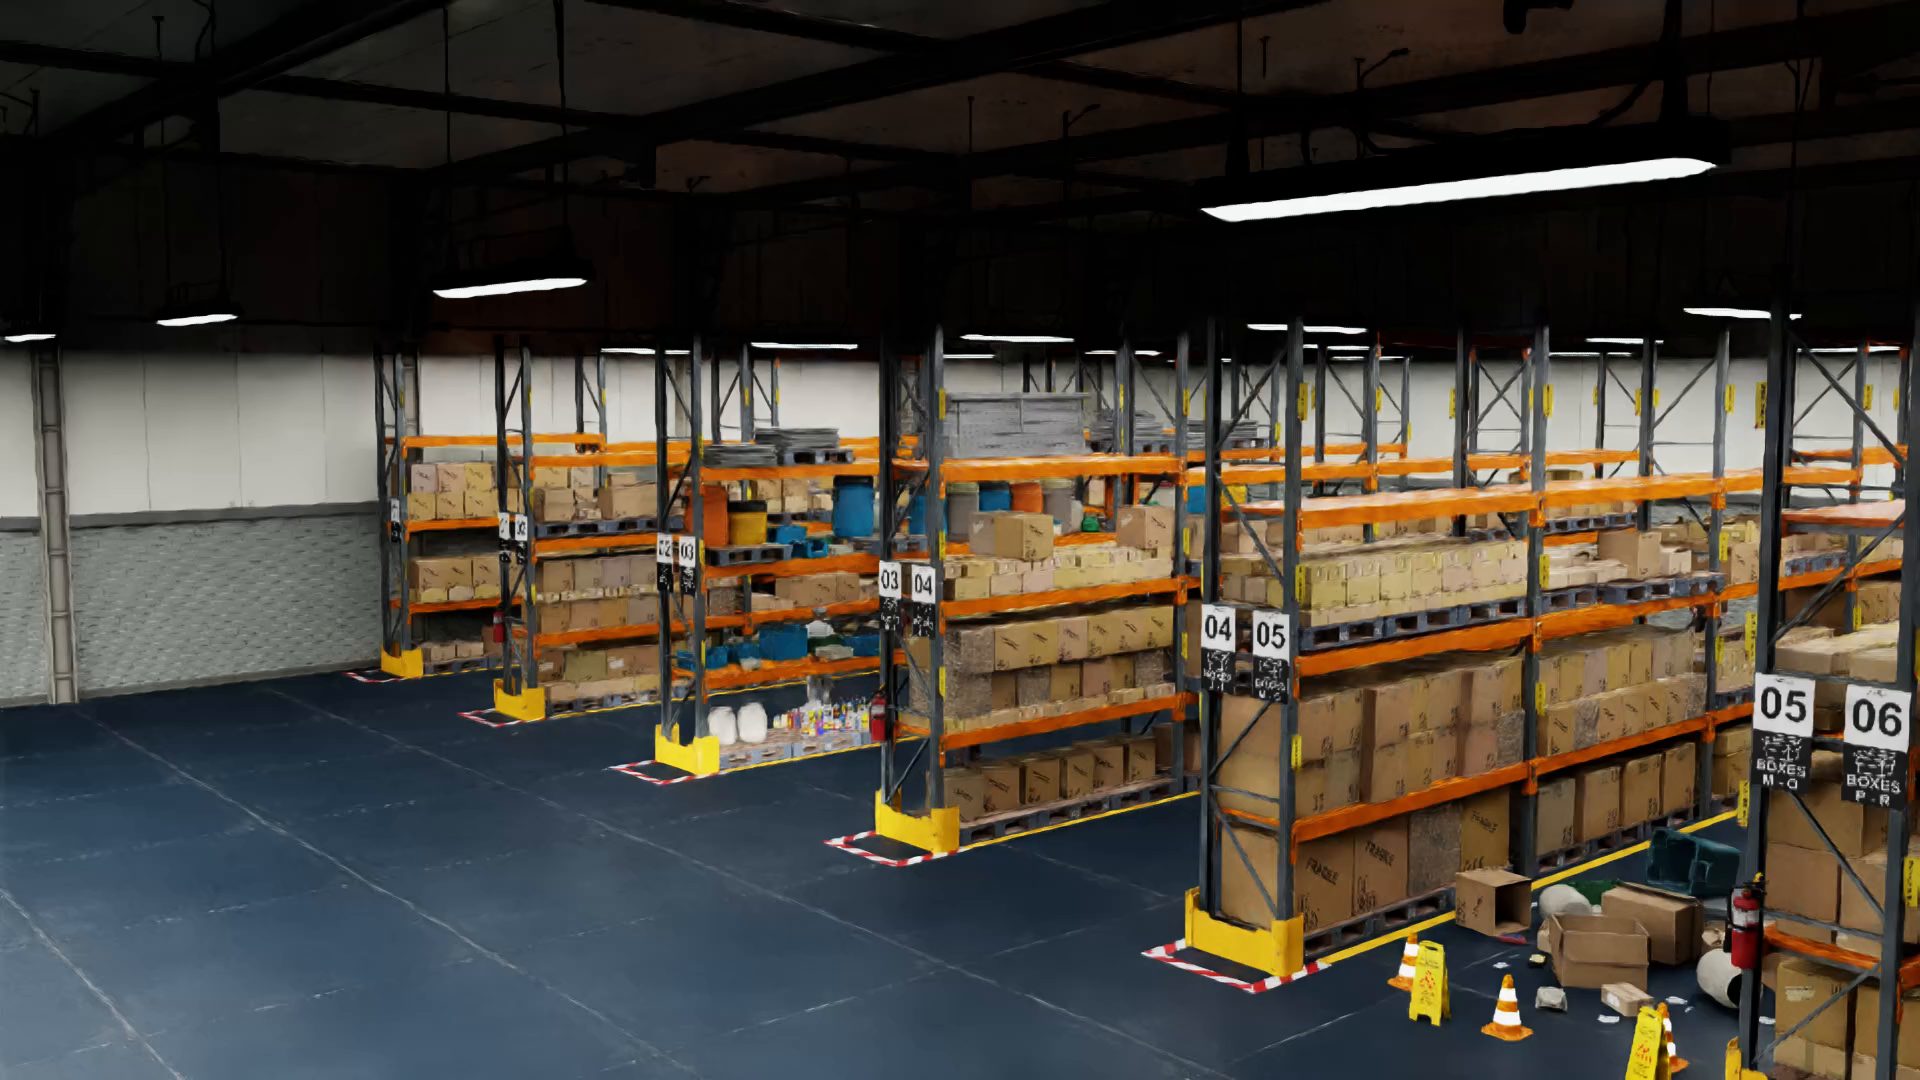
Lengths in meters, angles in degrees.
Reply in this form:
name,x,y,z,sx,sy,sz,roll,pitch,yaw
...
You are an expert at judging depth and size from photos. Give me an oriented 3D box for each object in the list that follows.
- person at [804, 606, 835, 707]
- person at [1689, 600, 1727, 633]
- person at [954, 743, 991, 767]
name,x,y,z,sx,sy,sz,roll,pitch,yaw
person,-2.207,1.907,26.067,0.662,1.745,0.586,-1,5,-14
person,14.236,1.418,31.686,0.726,1.709,0.885,3,6,31
person,0.167,2.239,22.557,0.463,1.727,0.601,2,6,20
